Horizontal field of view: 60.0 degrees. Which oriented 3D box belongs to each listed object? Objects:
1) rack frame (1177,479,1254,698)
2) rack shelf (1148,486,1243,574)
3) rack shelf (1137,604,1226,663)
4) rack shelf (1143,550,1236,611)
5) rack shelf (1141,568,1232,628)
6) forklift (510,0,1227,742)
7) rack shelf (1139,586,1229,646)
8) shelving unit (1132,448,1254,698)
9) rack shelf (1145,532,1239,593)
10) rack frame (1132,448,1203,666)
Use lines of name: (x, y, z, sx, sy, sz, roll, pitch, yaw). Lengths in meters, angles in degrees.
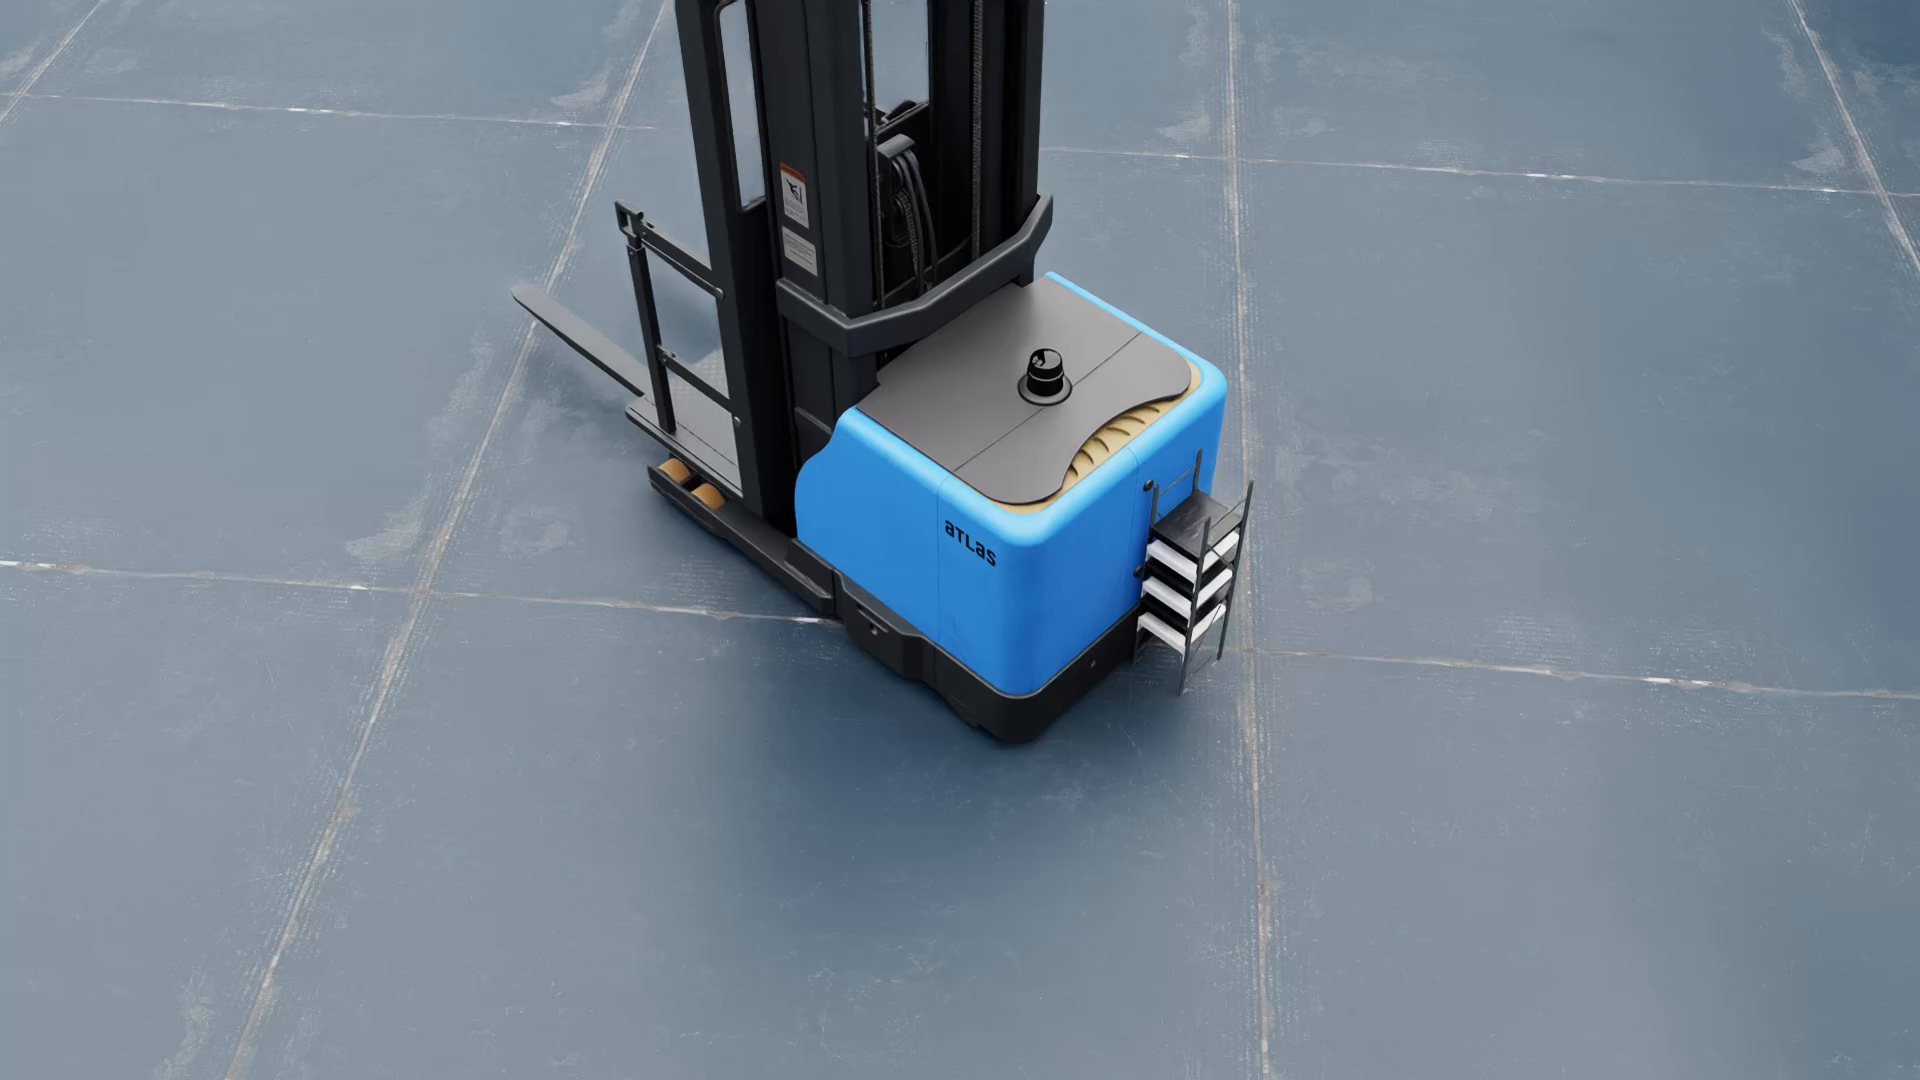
rack frame: (0.837, 0.178, 5.477, 0.006, 0.900, 0.240, 35, 57, 28)
rack shelf: (0.763, -0.033, 5.350, 0.200, 0.077, 0.258, 35, 57, 28)
rack shelf: (0.763, 0.271, 5.682, 0.200, 0.077, 0.258, 35, 57, 28)
rack shelf: (0.763, 0.088, 5.482, 0.200, 0.077, 0.258, 35, 57, 28)
rack shelf: (0.763, 0.149, 5.549, 0.200, 0.077, 0.258, 35, 57, 28)
forklift: (-0.543, -1.286, 5.440, 3.031, 2.935, 1.130, 35, 57, 28)
rack shelf: (0.763, 0.210, 5.615, 0.200, 0.077, 0.258, 35, 57, 28)
shelving unit: (0.763, 0.127, 5.524, 0.210, 0.900, 0.258, 35, 57, 28)
rack shelf: (0.763, 0.028, 5.416, 0.200, 0.077, 0.258, 35, 57, 28)
rack frame: (0.690, 0.075, 5.572, 0.006, 0.900, 0.240, 35, 57, 28)
